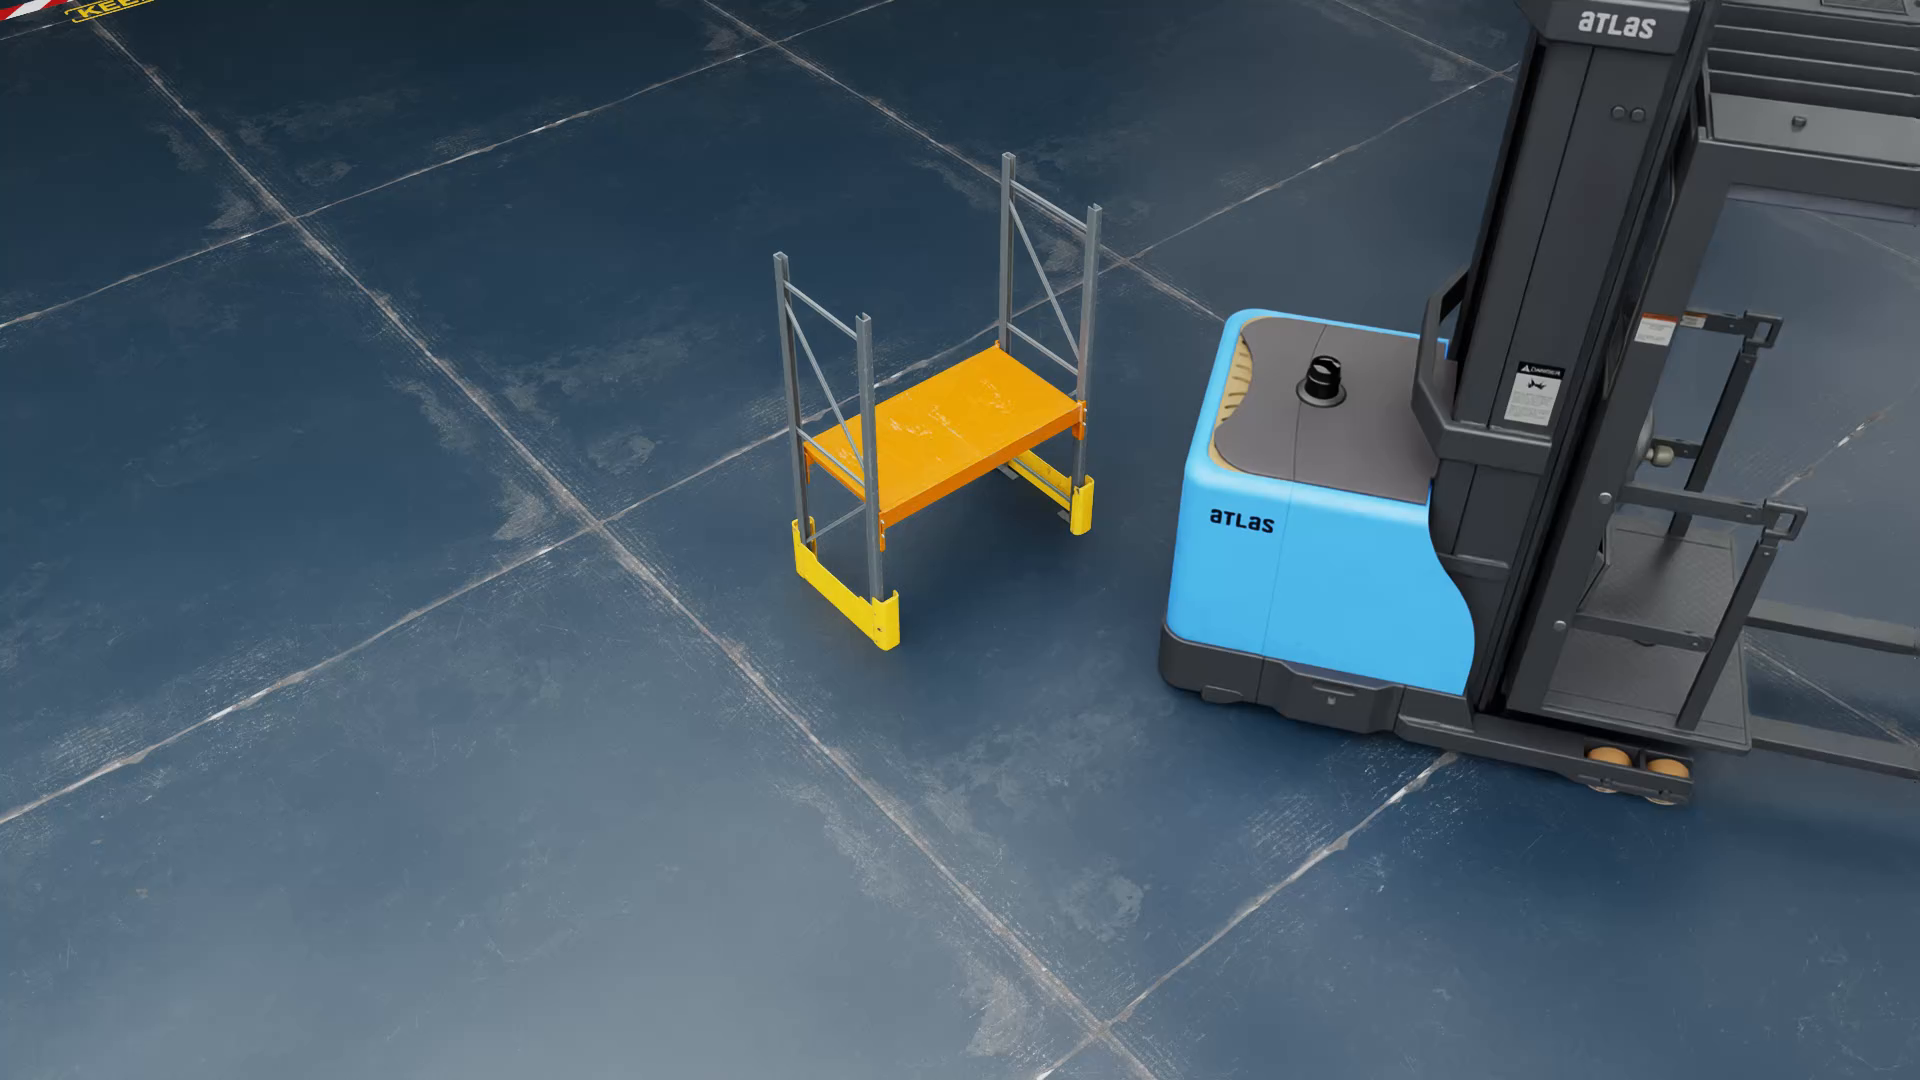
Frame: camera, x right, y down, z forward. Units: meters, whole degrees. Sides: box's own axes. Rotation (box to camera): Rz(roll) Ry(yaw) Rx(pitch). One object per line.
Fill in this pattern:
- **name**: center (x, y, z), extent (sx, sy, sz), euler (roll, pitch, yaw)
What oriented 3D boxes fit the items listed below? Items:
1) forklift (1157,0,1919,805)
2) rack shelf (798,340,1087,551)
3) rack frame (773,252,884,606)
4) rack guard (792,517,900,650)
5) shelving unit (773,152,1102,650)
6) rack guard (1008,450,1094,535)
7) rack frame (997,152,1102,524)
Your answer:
- **forklift**: center (2.305, -0.557, 5.202), extent (3.031, 2.935, 1.130), euler (11, 44, 11)
- **rack shelf**: center (-0.065, -0.378, 6.320), extent (1.000, 0.185, 0.538), euler (-30, 51, -28)
- **rack frame**: center (-0.455, -0.286, 5.959), extent (0.032, 1.500, 0.500), euler (-30, 51, -28)
- **rack guard**: center (-0.440, 0.161, 6.396), extent (0.087, 0.250, 0.587), euler (-30, 51, -28)
- **shelving unit**: center (-0.058, -0.513, 6.201), extent (1.083, 1.500, 0.587), euler (-30, 51, -28)
- **rack guard**: center (0.324, -0.276, 6.862), extent (0.087, 0.250, 0.587), euler (-30, 51, -28)
- **rack frame**: center (0.324, -0.733, 6.434), extent (0.032, 1.500, 0.500), euler (-30, 51, -28)
